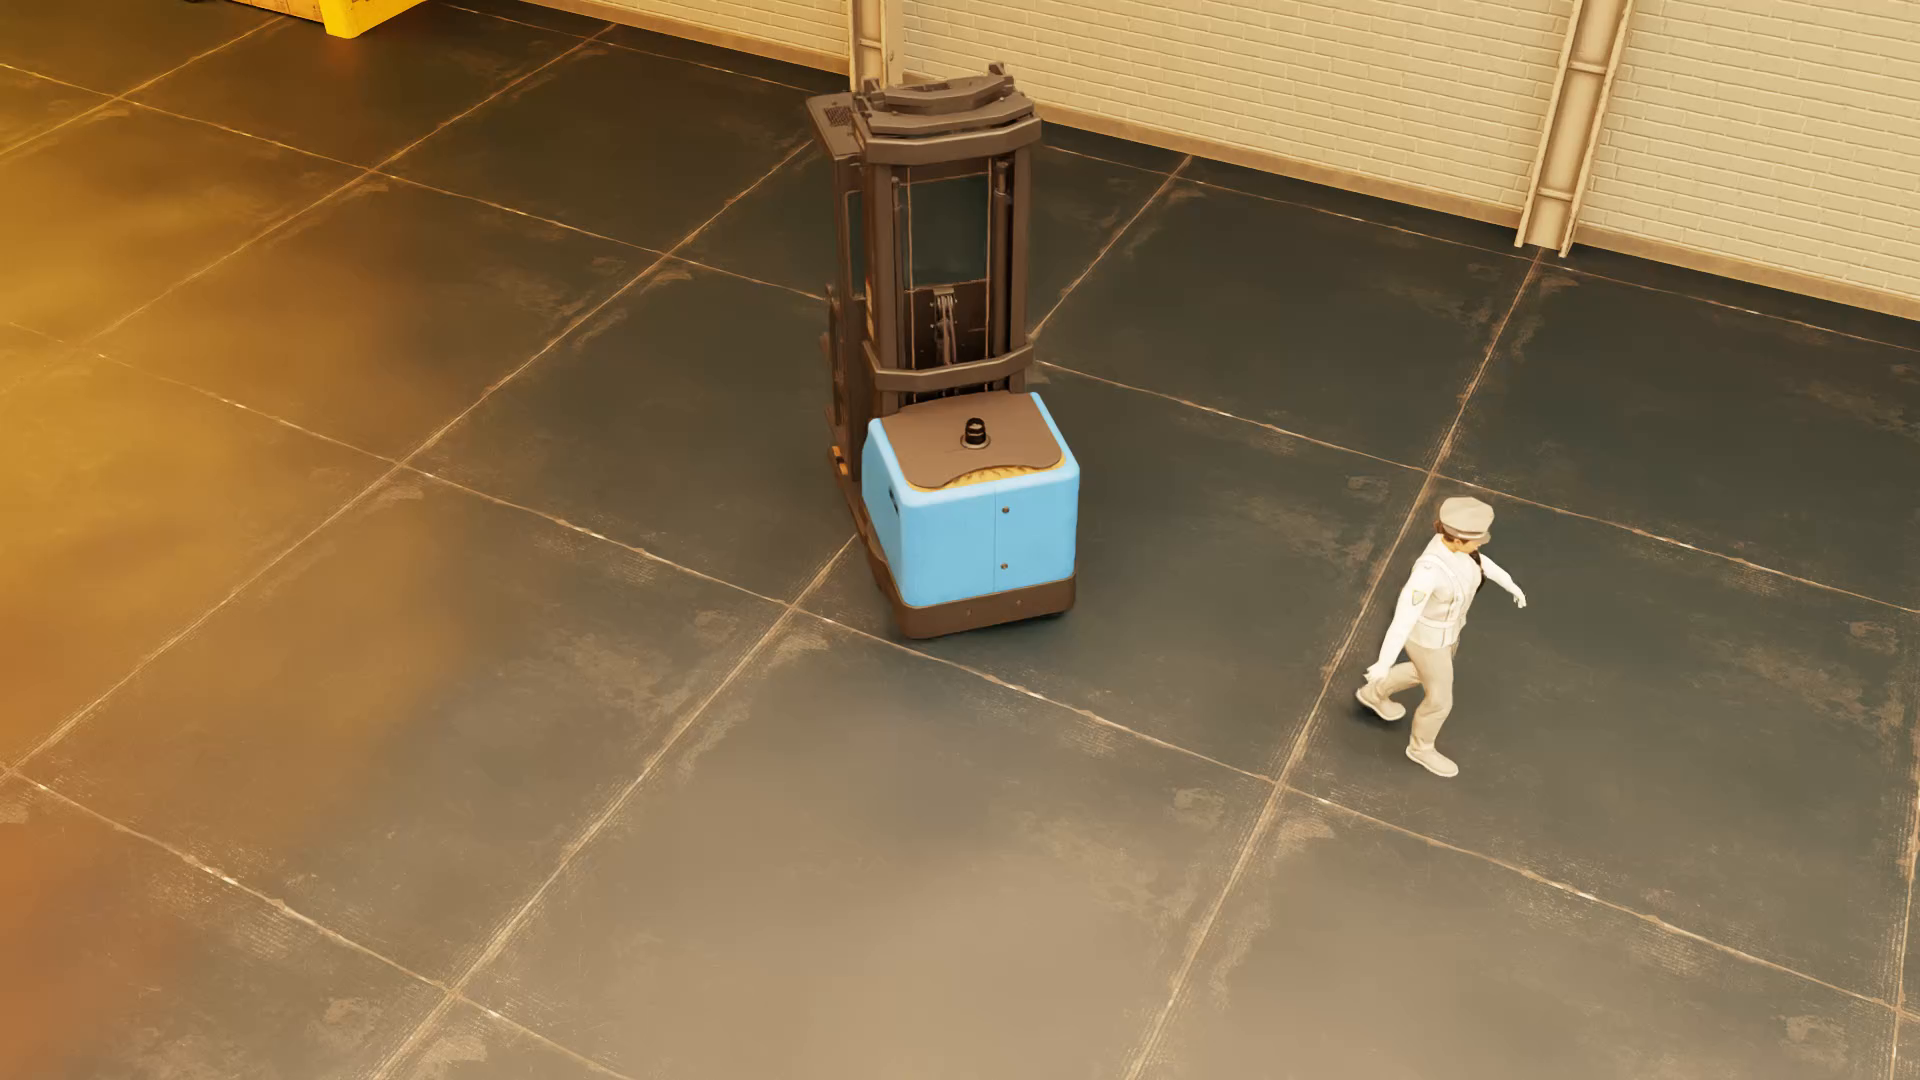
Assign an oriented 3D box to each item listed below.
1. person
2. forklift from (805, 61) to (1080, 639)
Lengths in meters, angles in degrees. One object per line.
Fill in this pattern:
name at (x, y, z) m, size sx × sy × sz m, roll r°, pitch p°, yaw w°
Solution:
person at (2.400, 0.481, 8.422) m, size 0.686 × 1.651 × 0.823 m, roll 21°, pitch 44°, yaw 23°
forklift at (-0.229, -1.514, 9.784) m, size 1.130 × 2.935 × 3.031 m, roll -11°, pitch 41°, yaw -12°
